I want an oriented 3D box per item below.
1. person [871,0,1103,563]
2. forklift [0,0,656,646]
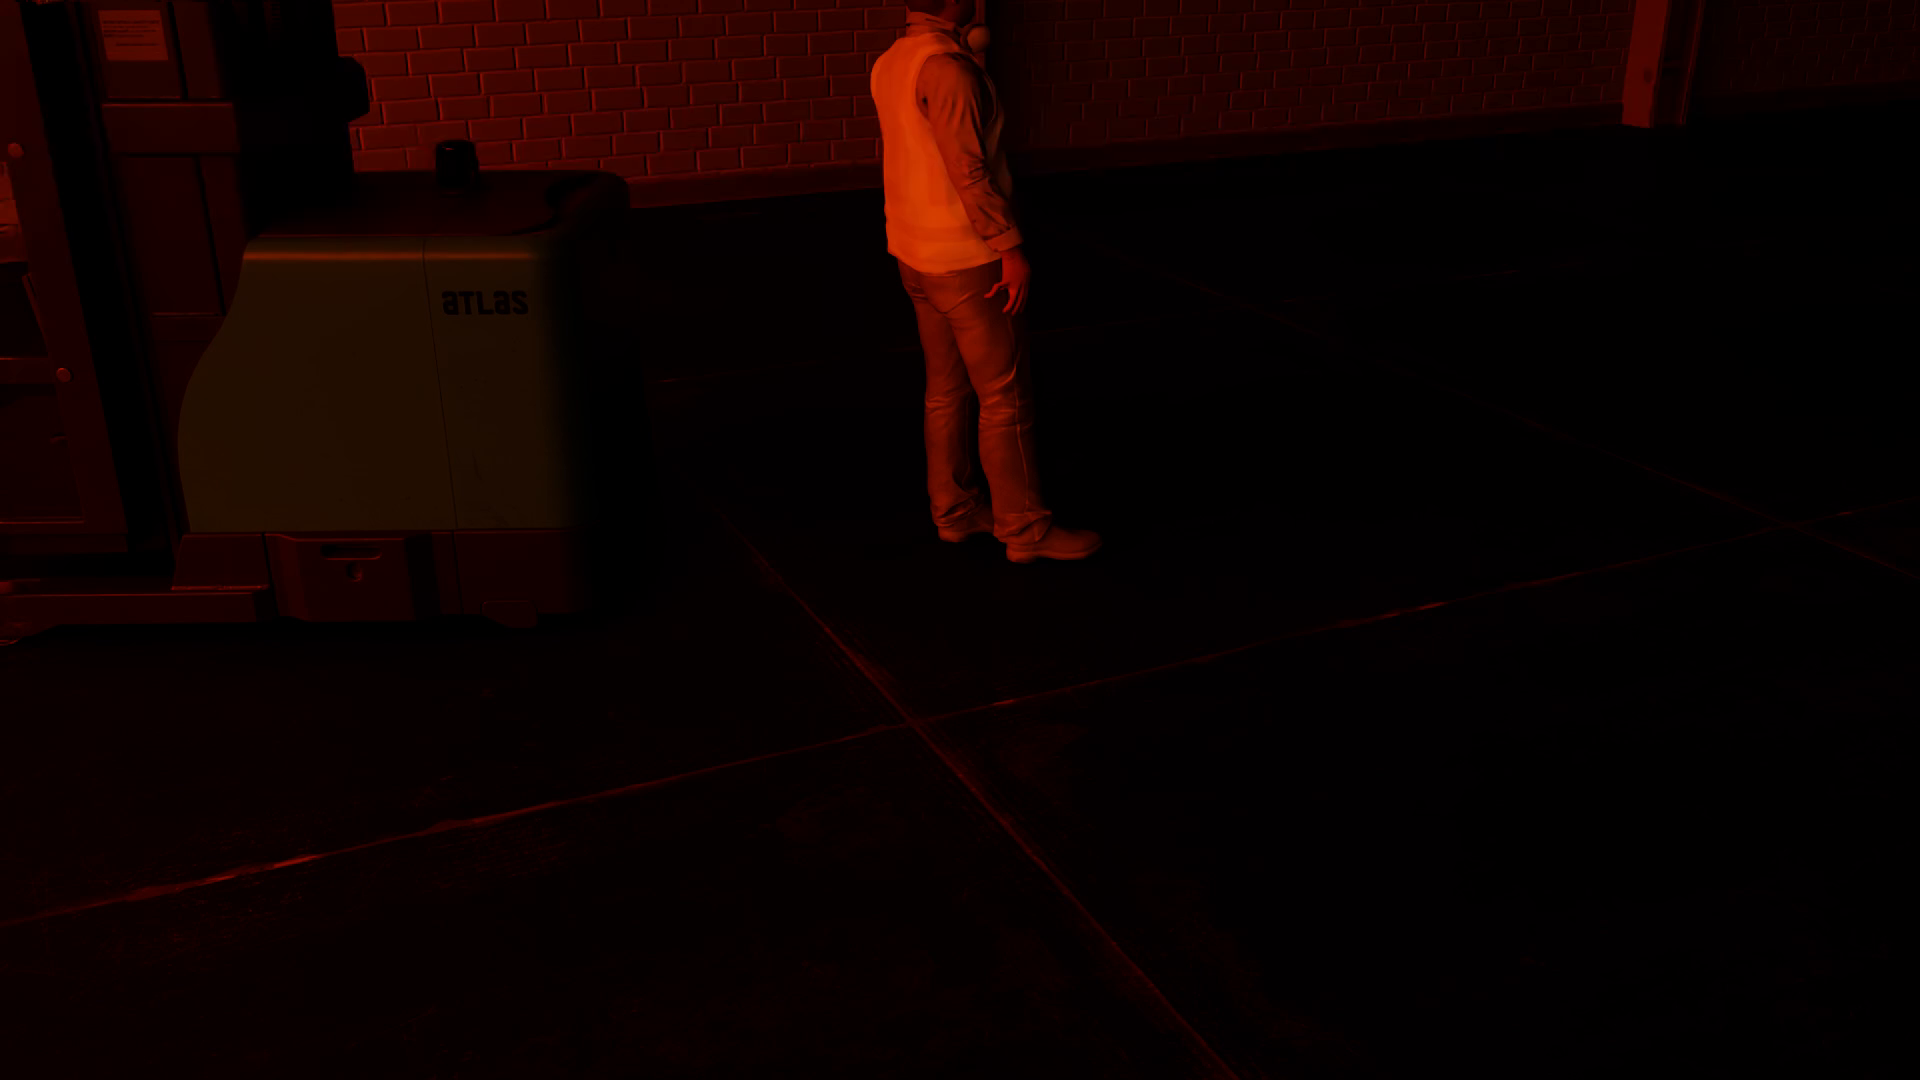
[{"bbox_3d":[0.060,-0.834,4.782,0.566,1.775,0.633,-10,25,-23],"label":"person"},{"bbox_3d":[-2.476,-1.276,4.357,3.031,2.935,1.130,-1,23,-2],"label":"forklift"}]
